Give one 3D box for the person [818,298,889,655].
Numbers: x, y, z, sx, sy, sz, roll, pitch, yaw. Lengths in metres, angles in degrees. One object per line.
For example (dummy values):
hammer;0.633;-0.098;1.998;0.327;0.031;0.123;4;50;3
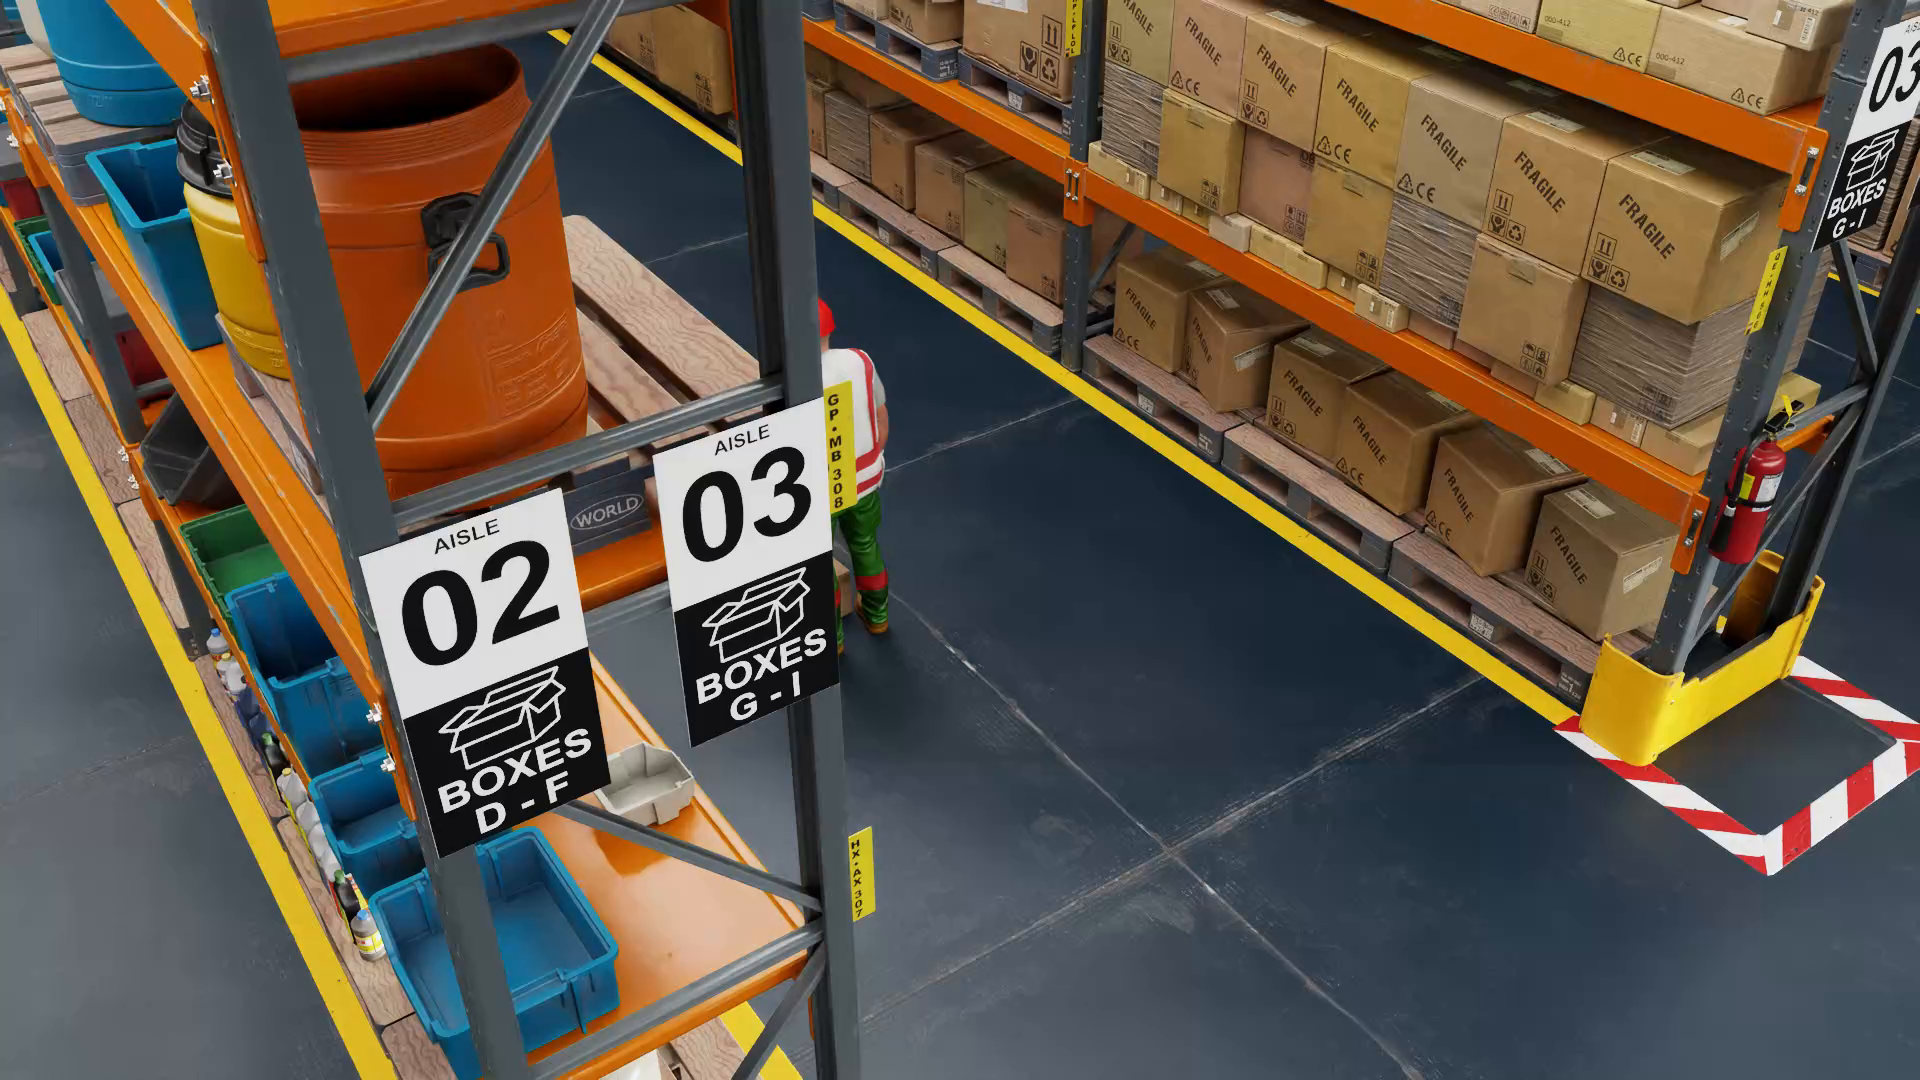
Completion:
person;-0.577;-0.268;7.358;0.620;1.780;0.448;-25;43;-30
